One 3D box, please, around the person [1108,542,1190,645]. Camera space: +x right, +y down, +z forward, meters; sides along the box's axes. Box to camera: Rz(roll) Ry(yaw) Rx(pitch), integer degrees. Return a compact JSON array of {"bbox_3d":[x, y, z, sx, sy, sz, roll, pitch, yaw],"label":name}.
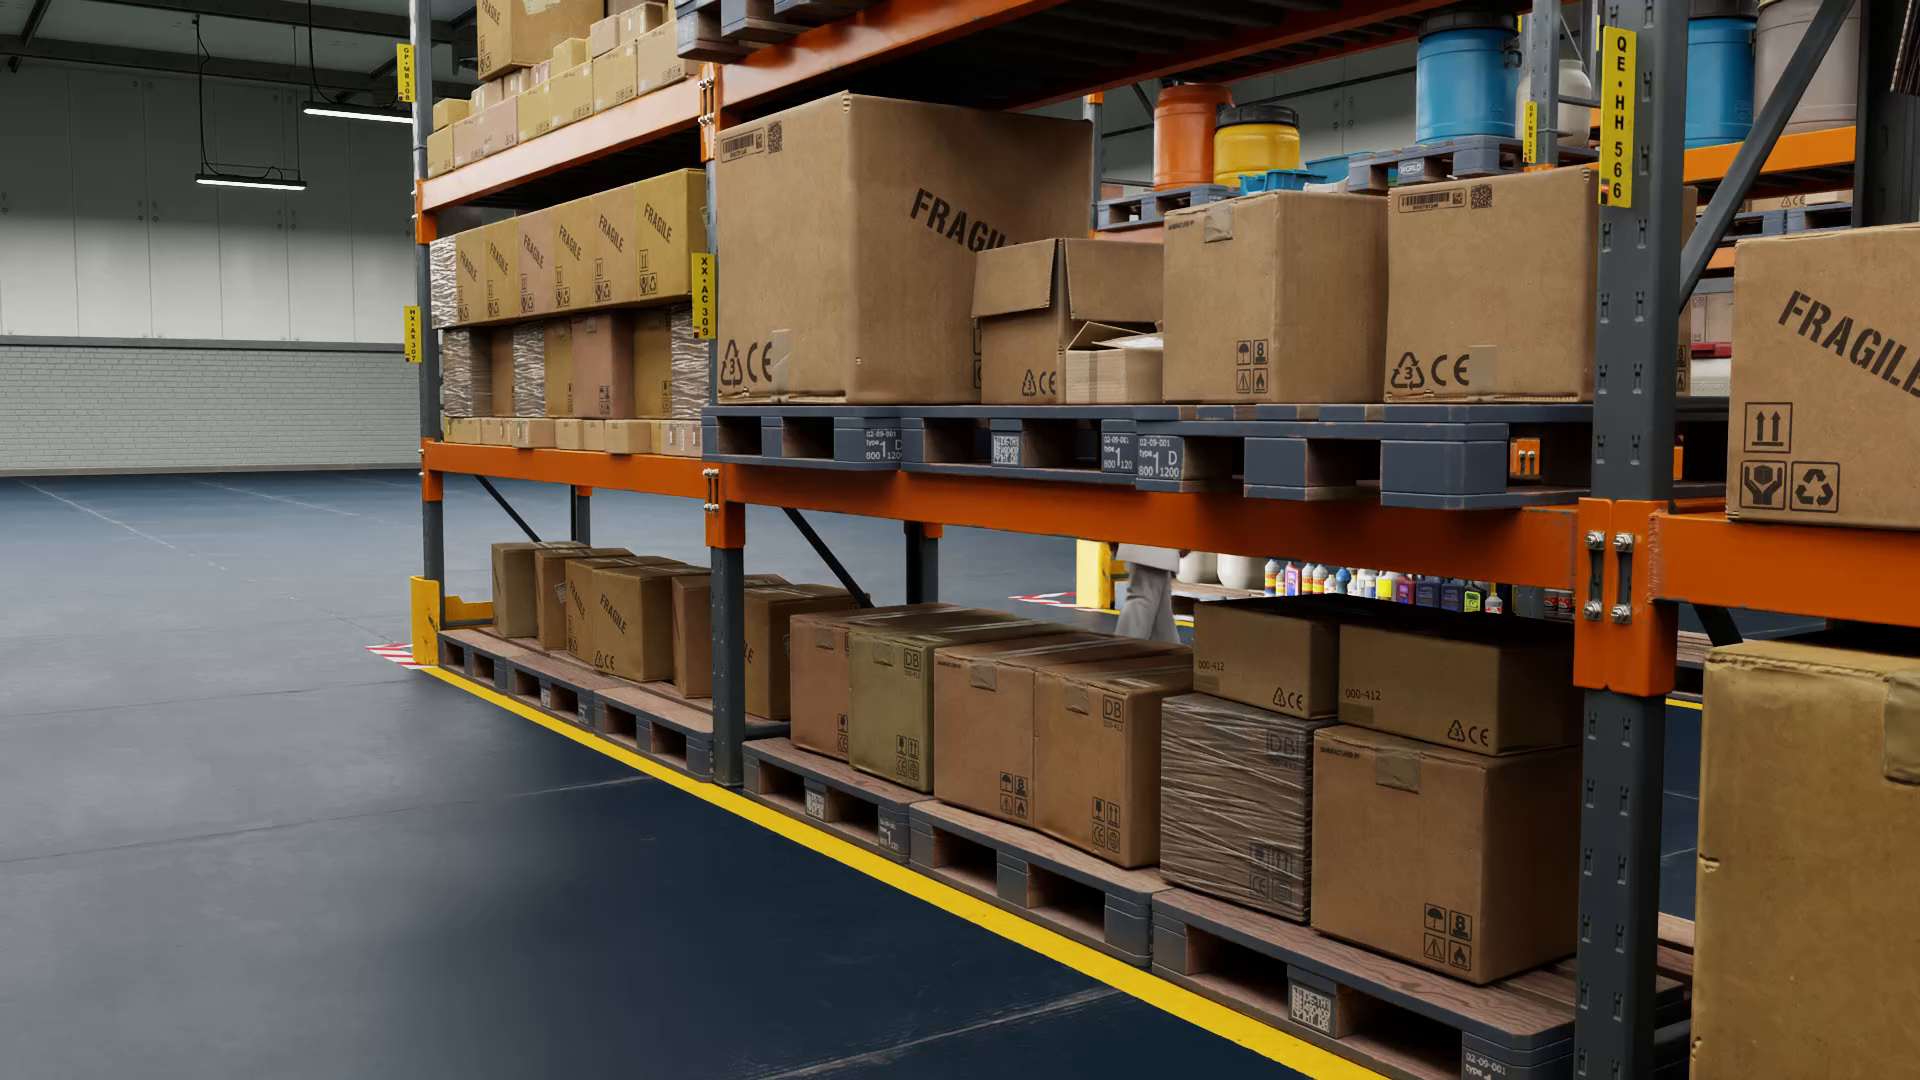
[{"bbox_3d":[1.056,-0.080,8.710,0.849,1.765,0.572,-2,5,-28],"label":"person"}]
